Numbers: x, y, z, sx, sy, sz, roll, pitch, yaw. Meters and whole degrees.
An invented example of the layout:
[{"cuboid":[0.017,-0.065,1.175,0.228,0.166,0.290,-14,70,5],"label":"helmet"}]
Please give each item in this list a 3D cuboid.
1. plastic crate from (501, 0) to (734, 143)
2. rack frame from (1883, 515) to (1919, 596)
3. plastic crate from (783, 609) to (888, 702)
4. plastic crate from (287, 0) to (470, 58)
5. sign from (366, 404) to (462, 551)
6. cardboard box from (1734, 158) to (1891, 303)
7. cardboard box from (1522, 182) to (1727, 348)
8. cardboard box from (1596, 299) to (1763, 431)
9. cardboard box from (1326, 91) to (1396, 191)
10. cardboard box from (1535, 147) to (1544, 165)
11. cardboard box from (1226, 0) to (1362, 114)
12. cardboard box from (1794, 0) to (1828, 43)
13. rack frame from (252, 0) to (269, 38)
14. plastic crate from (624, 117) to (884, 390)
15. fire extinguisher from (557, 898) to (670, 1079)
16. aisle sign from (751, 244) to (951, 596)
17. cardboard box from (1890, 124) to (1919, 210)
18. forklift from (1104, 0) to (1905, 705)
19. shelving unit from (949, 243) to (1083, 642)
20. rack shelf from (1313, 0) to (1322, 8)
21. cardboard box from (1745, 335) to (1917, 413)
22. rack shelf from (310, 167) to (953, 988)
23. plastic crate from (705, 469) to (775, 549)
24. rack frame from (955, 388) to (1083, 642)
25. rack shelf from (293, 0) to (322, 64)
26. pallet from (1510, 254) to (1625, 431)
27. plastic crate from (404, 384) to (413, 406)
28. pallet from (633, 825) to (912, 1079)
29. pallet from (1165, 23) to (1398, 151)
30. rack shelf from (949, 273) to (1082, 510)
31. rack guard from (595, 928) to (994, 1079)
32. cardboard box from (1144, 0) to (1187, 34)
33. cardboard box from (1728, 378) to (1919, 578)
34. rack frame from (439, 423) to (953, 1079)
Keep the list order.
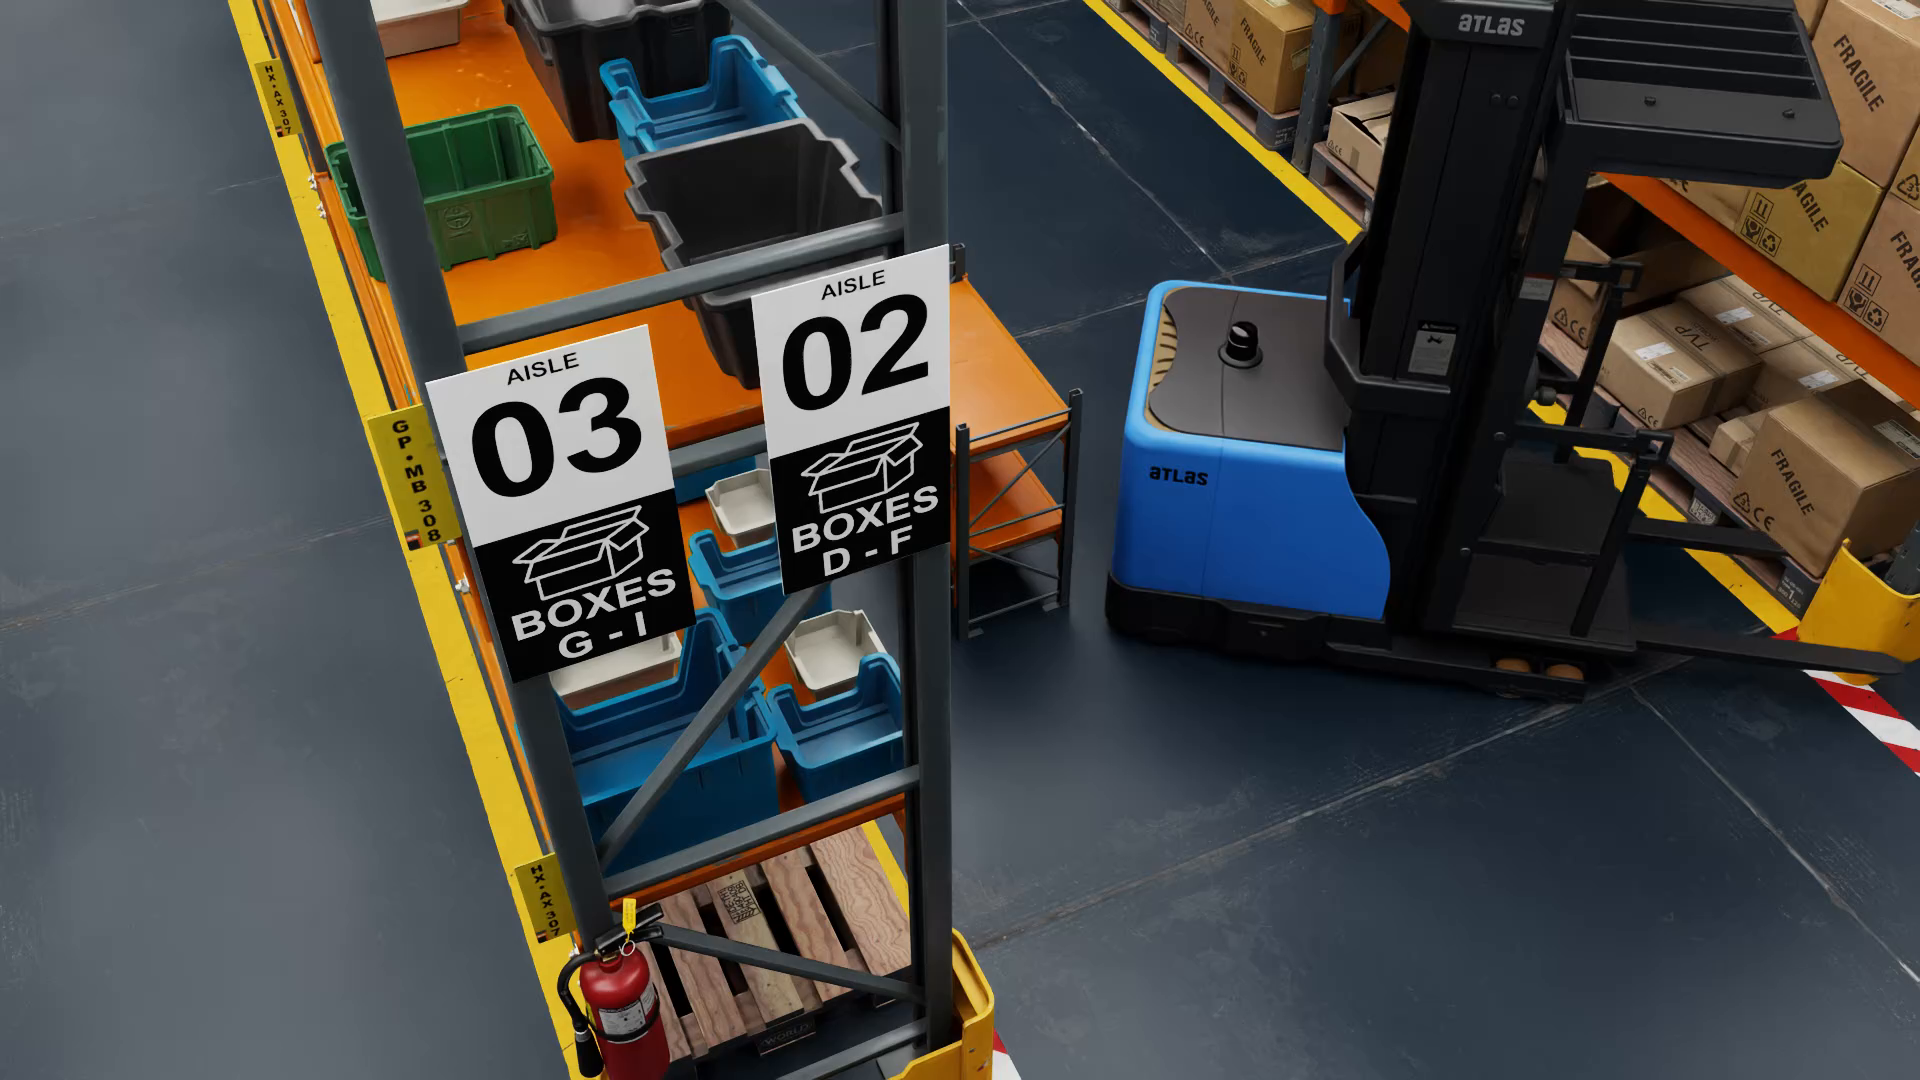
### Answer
[{"cuboid":[-0.893,-1.353,4.263,0.504,0.338,0.767,-18,47,-17],"label":"plastic crate"},{"cuboid":[3.996,-0.713,5.705,1.000,3.000,0.127,-18,47,-17],"label":"rack frame"},{"cuboid":[-0.365,0.337,4.787,0.250,0.136,0.298,-18,47,-17],"label":"plastic crate"},{"cuboid":[-1.594,-1.470,4.525,0.437,0.136,0.530,-18,47,-17],"label":"plastic crate"},{"cuboid":[-0.992,-0.110,3.033,0.100,0.325,0.005,-18,47,-17],"label":"sign"},{"cuboid":[3.340,-1.283,6.212,0.500,0.500,0.500,-18,47,-17],"label":"cardboard box"},{"cuboid":[3.109,-1.334,7.799,0.797,0.503,0.637,-18,47,-17],"label":"cardboard box"},{"cuboid":[3.172,-0.778,7.417,0.500,0.250,0.500,-18,47,-17],"label":"cardboard box"},{"cuboid":[2.294,-2.130,8.743,0.500,0.311,0.500,-18,47,-17],"label":"cardboard box"},{"cuboid":[3.023,-1.903,8.628,0.380,0.149,0.250,-18,47,-17],"label":"cardboard box"},{"cuboid":[1.847,-2.758,9.245,0.500,0.500,0.500,-18,47,-18],"label":"cardboard box"},{"cuboid":[3.124,-1.957,6.184,0.500,0.500,0.500,-17,47,-16],"label":"cardboard box"},{"cuboid":[-3.863,-4.350,9.392,1.000,3.000,0.127,-18,47,-17],"label":"rack frame"},{"cuboid":[-0.409,-0.601,3.550,0.497,0.269,0.590,-18,47,-17],"label":"plastic crate"},{"cuboid":[-0.849,1.138,4.150,0.296,0.674,0.183,-18,47,-17],"label":"fire extinguisher"},{"cuboid":[-0.200,-0.219,3.355,0.394,0.787,0.004,-18,47,-17],"label":"aisle sign"},{"cuboid":[3.559,-1.307,5.524,0.500,0.500,0.500,-18,48,-18],"label":"cardboard box"},{"cuboid":[2.152,-0.809,5.852,3.031,2.935,1.130,7,45,8],"label":"forklift"},{"cuboid":[0.003,-0.396,6.719,0.538,1.125,1.048,-18,47,-17],"label":"shelving unit"},{"cuboid":[1.473,-4.280,9.833,1.077,0.370,4.000,-18,47,-17],"label":"rack shelf"},{"cuboid":[3.815,-0.639,7.276,0.500,0.250,0.500,-18,47,-17],"label":"cardboard box"},{"cuboid":[-1.341,-0.271,5.770,1.077,0.370,4.000,-18,47,-17],"label":"rack shelf"},{"cuboid":[-0.650,-0.095,5.225,0.250,0.136,0.298,-18,47,-17],"label":"plastic crate"},{"cuboid":[0.217,-0.072,6.391,0.500,1.125,0.032,-18,47,-17],"label":"rack frame"},{"cuboid":[-1.341,-2.264,3.803,1.077,0.370,4.000,-18,47,-17],"label":"rack shelf"},{"cuboid":[3.119,-1.052,8.035,1.003,0.211,1.213,-18,47,-17],"label":"pallet"},{"cuboid":[-1.596,-0.447,5.513,0.416,0.233,0.300,-18,47,-17],"label":"plastic crate"},{"cuboid":[-0.811,1.203,5.749,1.003,0.211,1.213,-18,47,-17],"label":"pallet"},{"cuboid":[1.938,-2.776,9.782,1.003,0.211,1.213,-18,47,-17],"label":"pallet"},{"cuboid":[0.003,-0.604,6.514,0.538,0.278,1.000,-18,47,-17],"label":"rack shelf"},{"cuboid":[-0.478,1.649,5.092,1.175,0.500,0.348,-18,47,-17],"label":"rack guard"},{"cuboid":[1.436,-3.396,9.891,0.500,0.500,0.500,-17,47,-17],"label":"cardboard box"},{"cuboid":[3.544,-0.253,6.706,0.500,0.500,0.500,-18,47,-17],"label":"cardboard box"},{"cuboid":[-0.500,0.748,4.225,1.000,3.000,0.127,-18,47,-17],"label":"rack frame"}]
